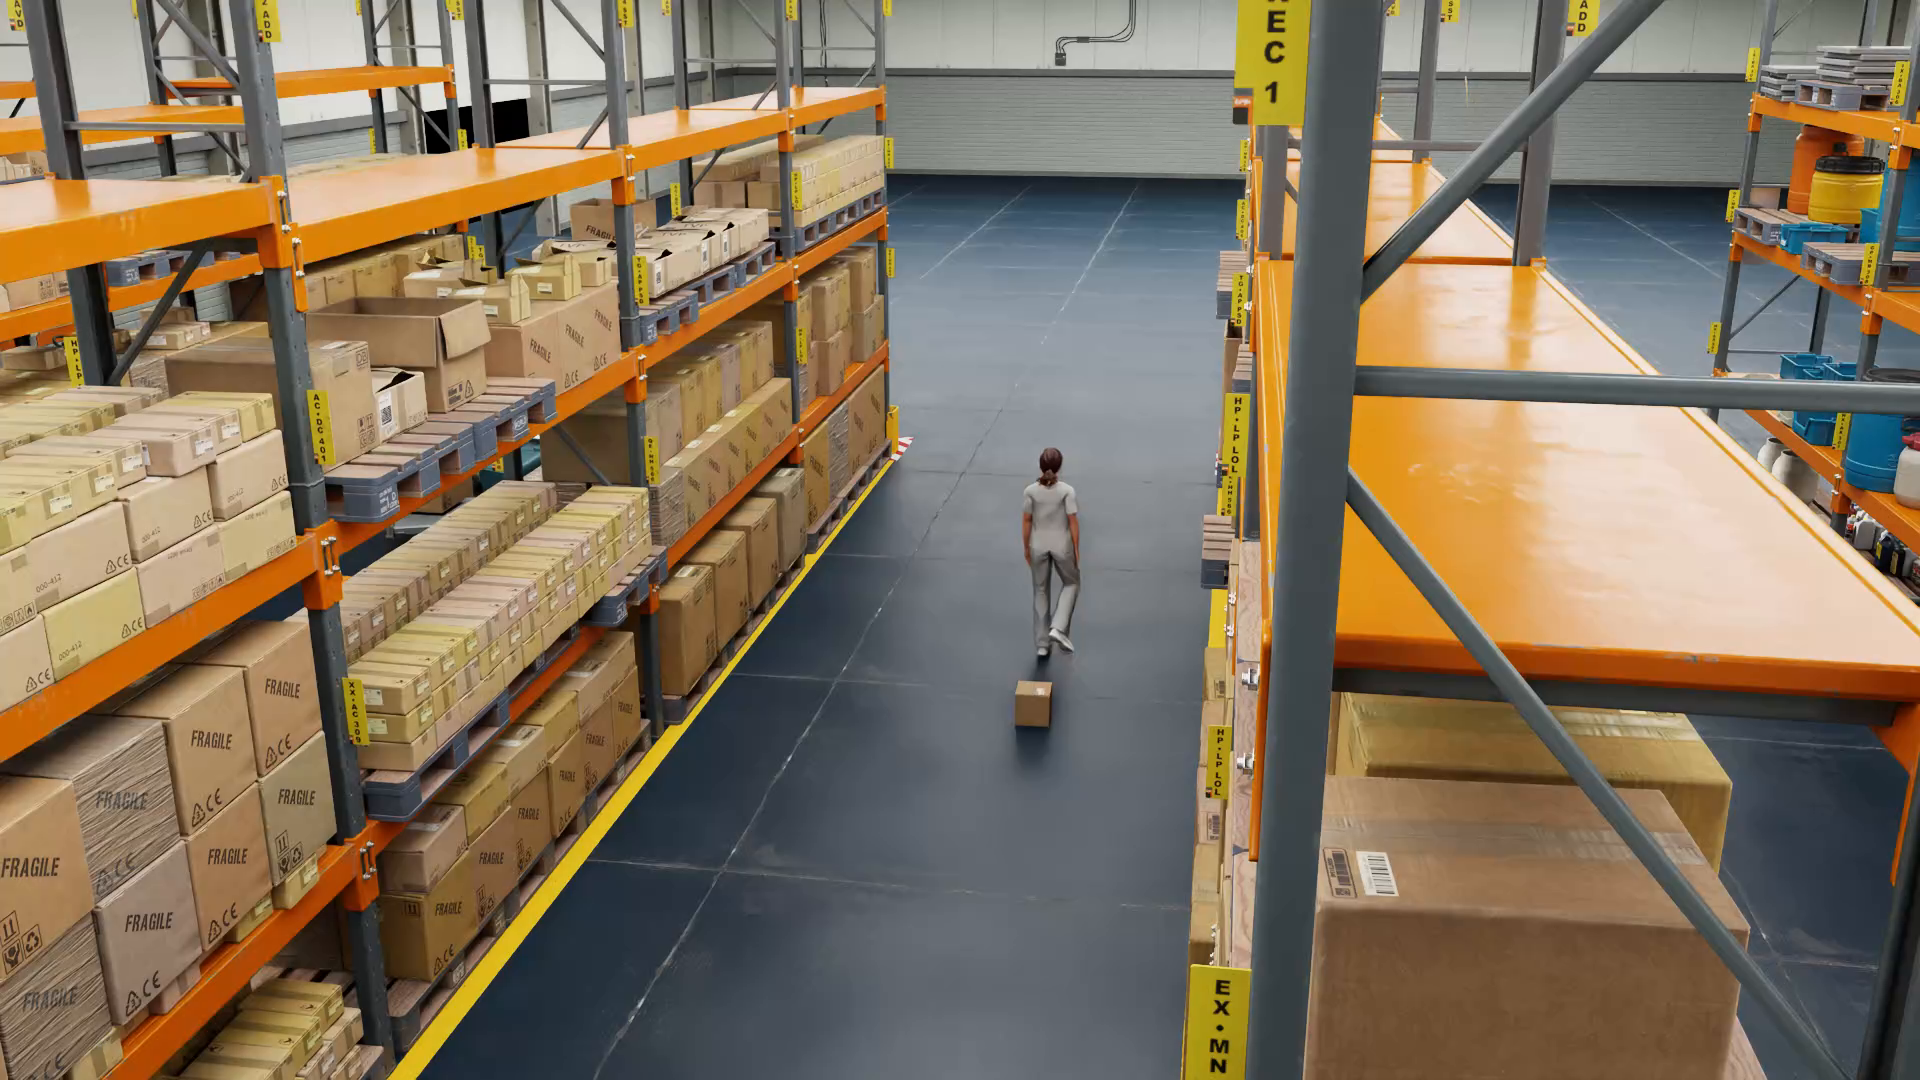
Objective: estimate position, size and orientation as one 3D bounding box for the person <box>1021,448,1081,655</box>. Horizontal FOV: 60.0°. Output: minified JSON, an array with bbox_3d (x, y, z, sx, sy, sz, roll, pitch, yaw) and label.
[{"bbox_3d":[0.715,0.088,13.146,0.470,1.669,0.437,3,18,11],"label":"person"}]
